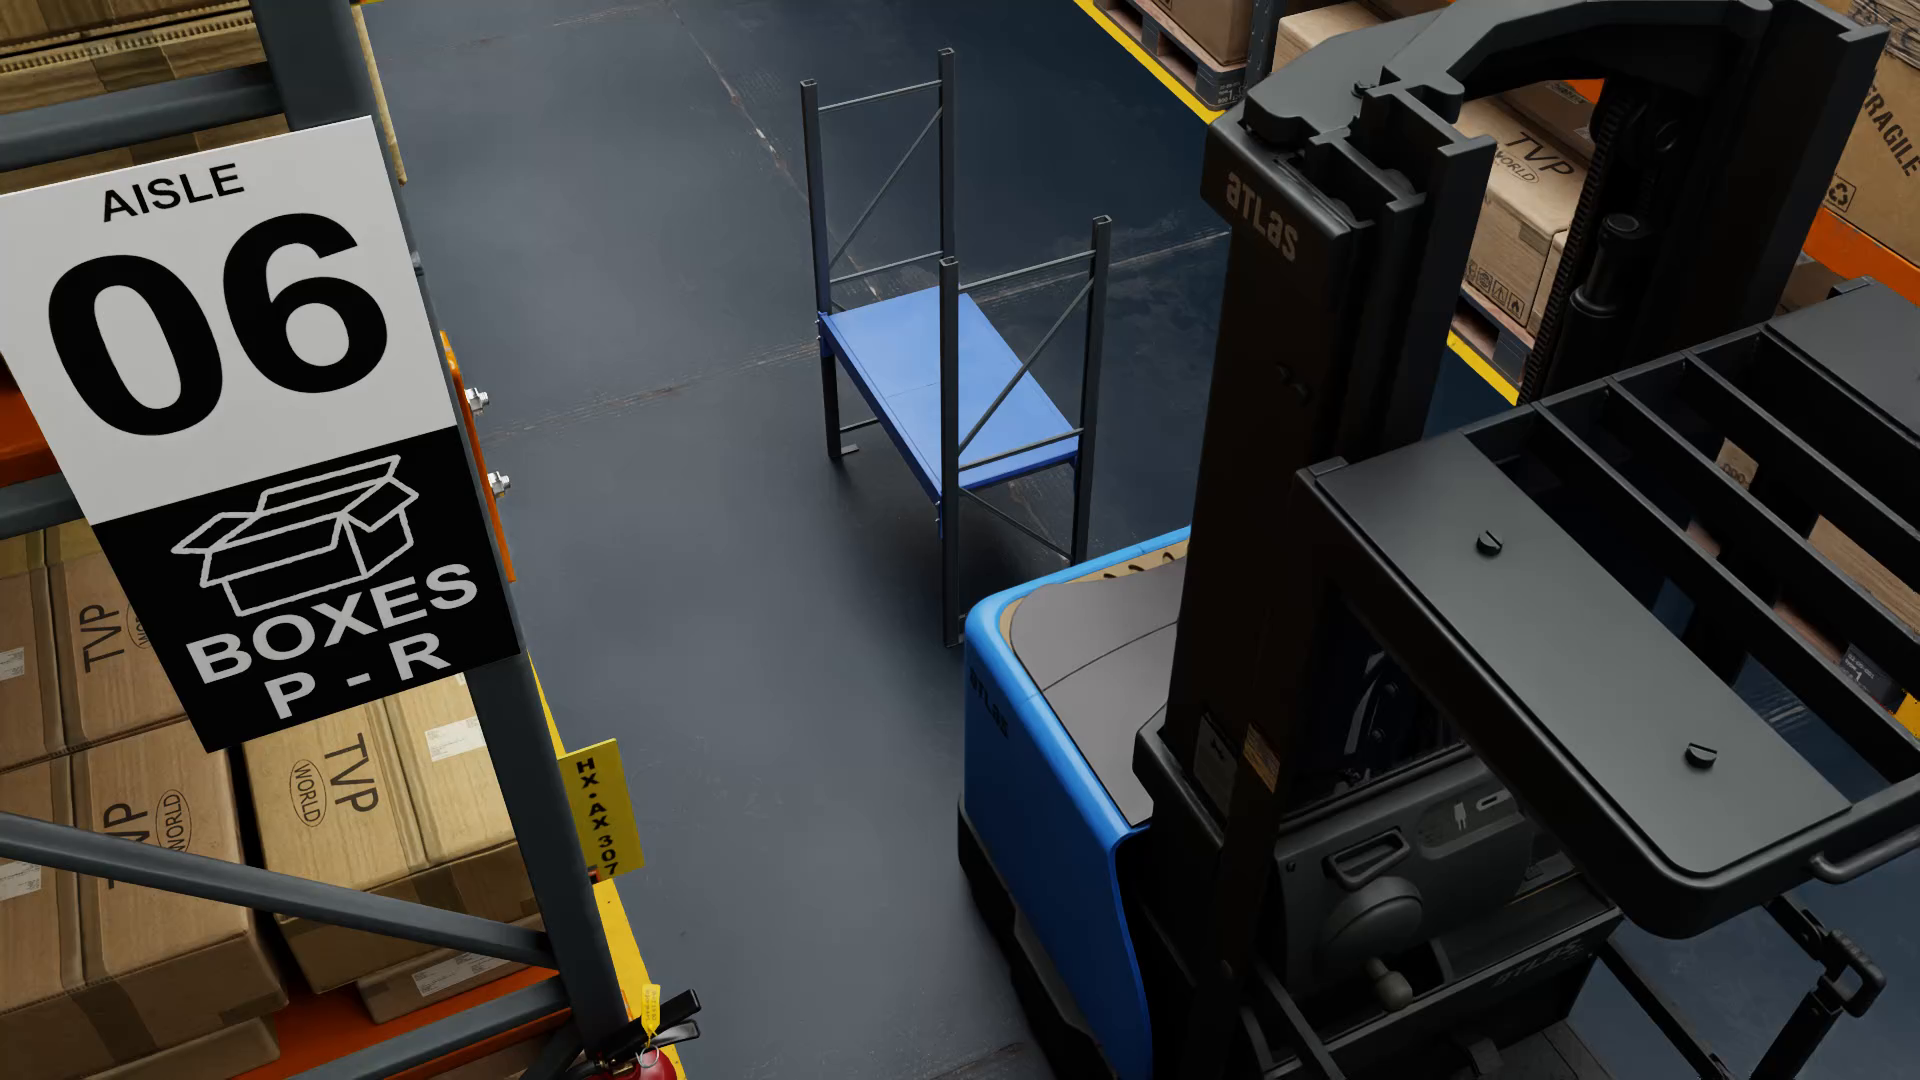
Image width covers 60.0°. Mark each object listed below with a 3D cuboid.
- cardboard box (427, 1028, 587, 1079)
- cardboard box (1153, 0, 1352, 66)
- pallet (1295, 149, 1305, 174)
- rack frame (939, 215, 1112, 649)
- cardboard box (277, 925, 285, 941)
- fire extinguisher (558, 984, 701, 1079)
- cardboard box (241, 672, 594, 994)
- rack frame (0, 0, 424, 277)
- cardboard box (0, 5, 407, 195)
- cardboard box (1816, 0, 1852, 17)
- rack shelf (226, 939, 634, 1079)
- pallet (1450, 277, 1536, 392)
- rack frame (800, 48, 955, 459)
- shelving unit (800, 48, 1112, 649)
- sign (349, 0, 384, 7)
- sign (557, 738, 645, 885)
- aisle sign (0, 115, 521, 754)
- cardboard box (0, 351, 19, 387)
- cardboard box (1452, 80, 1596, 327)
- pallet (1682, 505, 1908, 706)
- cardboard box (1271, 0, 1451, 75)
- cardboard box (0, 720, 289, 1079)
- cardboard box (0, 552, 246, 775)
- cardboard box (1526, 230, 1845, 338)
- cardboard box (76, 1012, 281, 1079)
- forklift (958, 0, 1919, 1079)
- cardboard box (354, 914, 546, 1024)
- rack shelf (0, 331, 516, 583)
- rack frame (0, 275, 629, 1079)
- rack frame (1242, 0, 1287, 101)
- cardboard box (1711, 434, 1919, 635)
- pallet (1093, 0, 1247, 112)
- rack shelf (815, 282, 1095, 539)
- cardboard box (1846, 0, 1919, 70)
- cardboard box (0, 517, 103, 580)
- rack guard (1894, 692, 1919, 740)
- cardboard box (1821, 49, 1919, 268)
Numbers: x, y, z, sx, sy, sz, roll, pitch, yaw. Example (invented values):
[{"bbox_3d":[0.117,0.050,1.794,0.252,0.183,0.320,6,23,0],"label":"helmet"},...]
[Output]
[{"bbox_3d":[-1.219,1.215,3.861,0.797,0.503,0.637,-20,48,-19],"label":"cardboard box"},{"bbox_3d":[1.439,-2.888,7.755,0.875,0.875,0.875,-17,47,-16],"label":"cardboard box"},{"bbox_3d":[2.021,-1.623,7.245,1.003,0.211,1.213,-18,47,-17],"label":"pallet"},{"bbox_3d":[0.178,-0.264,4.950,0.500,1.500,0.032,-18,47,-17],"label":"rack frame"},{"bbox_3d":[-1.482,0.671,3.113,0.380,0.149,0.250,-17,47,-16],"label":"cardboard box"},{"bbox_3d":[-0.567,1.011,2.910,0.296,0.674,0.183,-18,47,-17],"label":"fire extinguisher"},{"bbox_3d":[-0.995,0.473,3.030,0.500,0.250,0.500,-18,47,-17],"label":"cardboard box"},{"bbox_3d":[-1.048,-1.242,0.602,1.000,3.000,0.127,-18,47,-17],"label":"rack frame"},{"bbox_3d":[-0.987,-0.590,1.972,0.500,0.250,0.500,-19,48,-18],"label":"cardboard box"},{"bbox_3d":[2.584,-1.843,4.700,0.500,0.500,0.500,-18,47,-18],"label":"cardboard box"},{"bbox_3d":[-1.889,-0.125,4.253,1.077,0.370,4.000,-18,47,-17],"label":"rack shelf"},{"bbox_3d":[2.537,-0.845,6.456,1.003,0.211,1.213,-18,47,-17],"label":"pallet"},{"bbox_3d":[-0.250,-0.912,5.607,0.500,1.500,0.032,-18,47,-17],"label":"rack frame"},{"bbox_3d":[-0.036,-0.588,5.278,0.538,1.500,1.048,-18,47,-17],"label":"shelving unit"},{"bbox_3d":[-0.556,-0.645,1.511,0.100,0.325,0.005,-18,47,-17],"label":"sign"},{"bbox_3d":[-0.556,0.425,2.567,0.100,0.325,0.005,-18,47,-17],"label":"sign"},{"bbox_3d":[-0.753,-0.075,1.839,0.394,0.787,0.004,-18,47,-17],"label":"aisle sign"},{"bbox_3d":[-0.971,-0.356,2.019,0.380,0.149,0.250,-17,47,-17],"label":"cardboard box"},{"bbox_3d":[2.315,-1.359,6.517,0.875,0.438,0.875,-19,48,-19],"label":"cardboard box"},{"bbox_3d":[3.047,-0.068,5.669,1.003,0.211,1.213,-18,47,-17],"label":"pallet"},{"bbox_3d":[1.938,-1.929,7.095,0.875,0.438,0.875,-19,48,-18],"label":"cardboard box"},{"bbox_3d":[-1.483,0.626,2.874,0.500,0.250,0.500,-17,47,-16],"label":"cardboard box"},{"bbox_3d":[-1.698,0.298,3.208,0.500,0.250,0.500,-18,47,-17],"label":"cardboard box"},{"bbox_3d":[2.693,-0.784,5.934,0.875,0.438,0.875,-17,47,-16],"label":"cardboard box"},{"bbox_3d":[-1.431,0.851,2.931,0.380,0.149,0.250,-19,48,-18],"label":"cardboard box"},{"bbox_3d":[1.084,0.666,2.988,1.130,2.935,3.031,-19,48,-18],"label":"forklift"},{"bbox_3d":[-0.938,0.693,3.091,0.380,0.149,0.250,-18,48,-18],"label":"cardboard box"},{"bbox_3d":[-1.889,-1.192,3.199,1.077,0.370,4.000,-18,47,-17],"label":"rack shelf"},{"bbox_3d":[-1.048,0.894,2.709,1.000,3.000,0.127,-18,47,-17],"label":"rack frame"},{"bbox_3d":[1.772,-3.124,6.780,1.000,3.000,0.127,-18,47,-17],"label":"rack frame"},{"bbox_3d":[3.085,-0.203,5.345,0.875,0.438,0.875,-20,48,-19],"label":"cardboard box"},{"bbox_3d":[1.379,-2.600,8.235,1.003,0.211,1.213,-18,47,-17],"label":"pallet"},{"bbox_3d":[-0.036,-0.460,5.405,0.538,0.185,1.000,-18,47,-17],"label":"rack shelf"},{"bbox_3d":[2.789,-1.527,4.379,0.500,0.500,0.500,-18,47,-17],"label":"cardboard box"},{"bbox_3d":[-1.902,-0.019,3.529,0.500,0.250,0.500,-17,47,-16],"label":"cardboard box"},{"bbox_3d":[3.464,0.331,5.059,1.175,0.500,0.348,-18,47,-17],"label":"rack guard"},{"bbox_3d":[2.813,-1.164,4.722,0.500,0.500,0.500,-19,48,-18],"label":"cardboard box"}]
